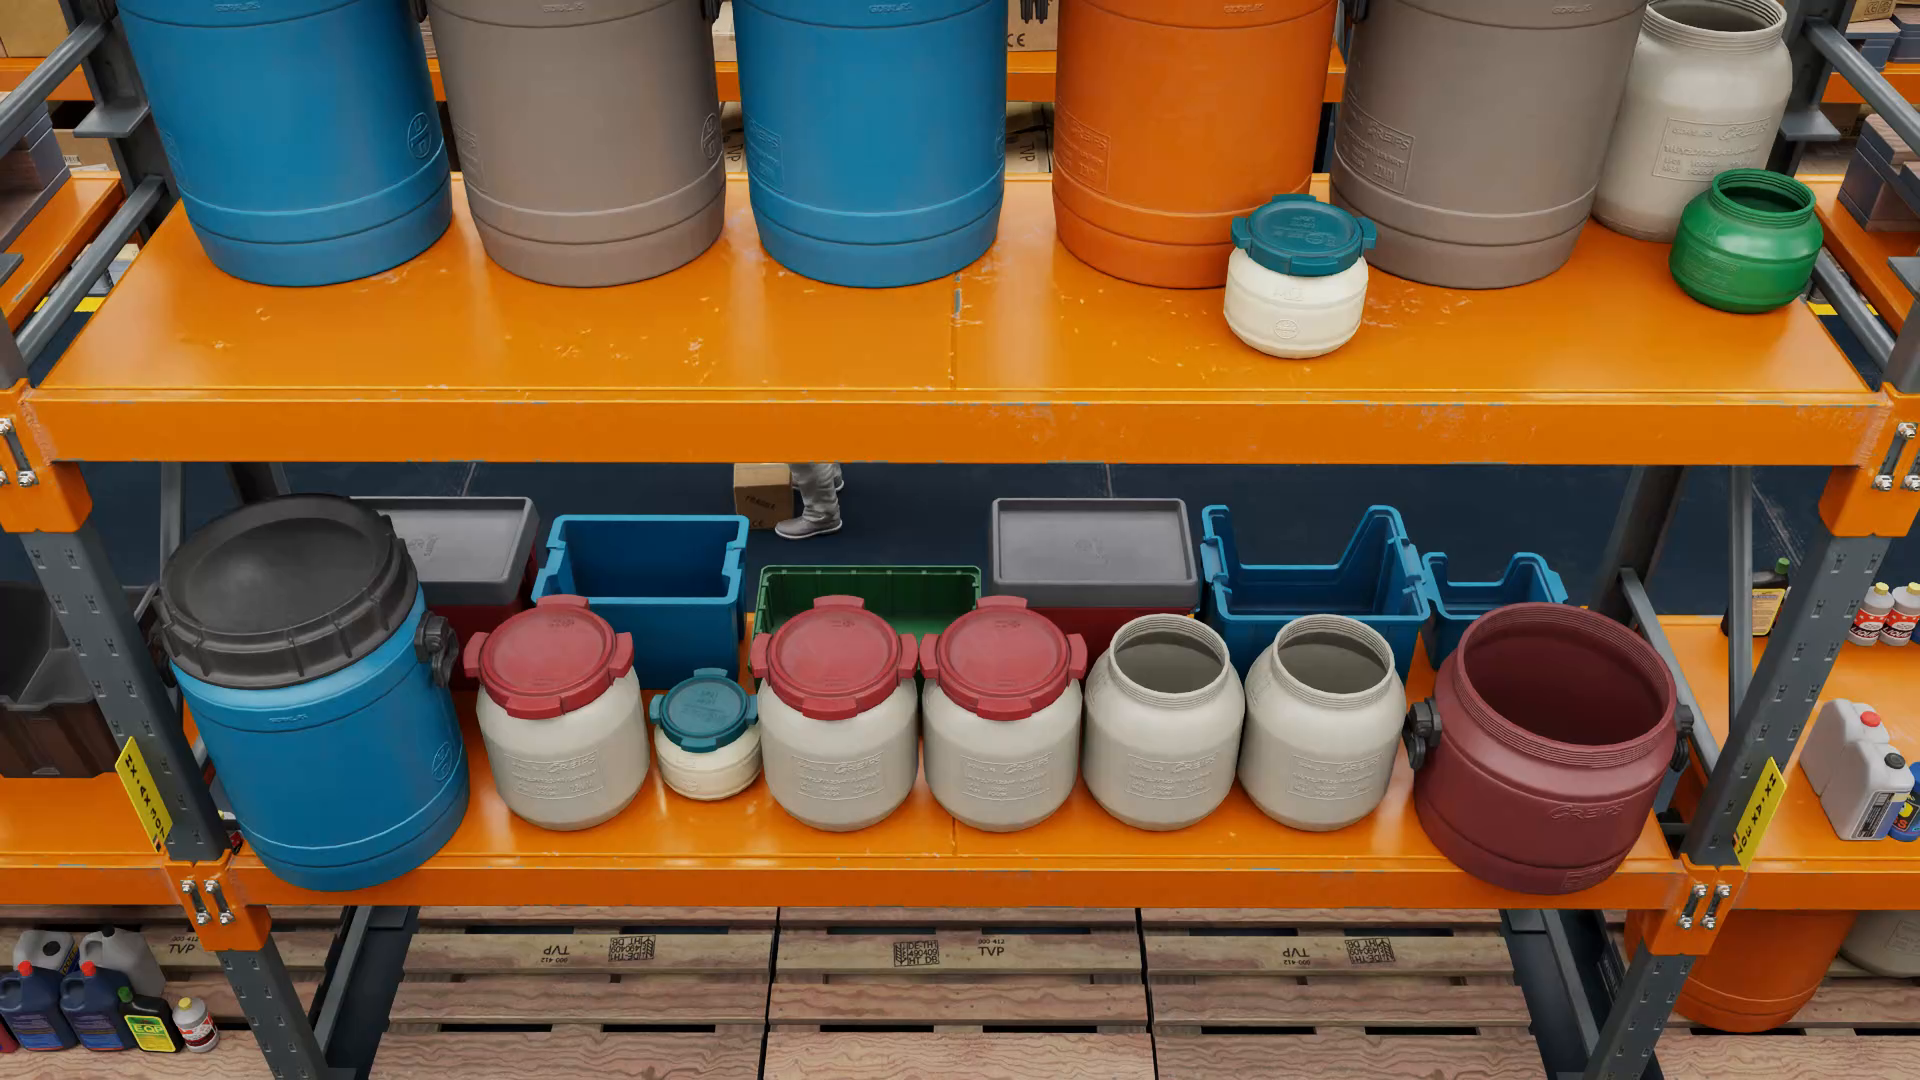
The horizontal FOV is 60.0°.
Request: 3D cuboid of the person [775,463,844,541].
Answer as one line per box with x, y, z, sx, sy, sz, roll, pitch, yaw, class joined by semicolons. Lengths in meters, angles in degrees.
-0.669;-0.767;7.070;0.465;1.667;0.564;-2;40;-2;person
